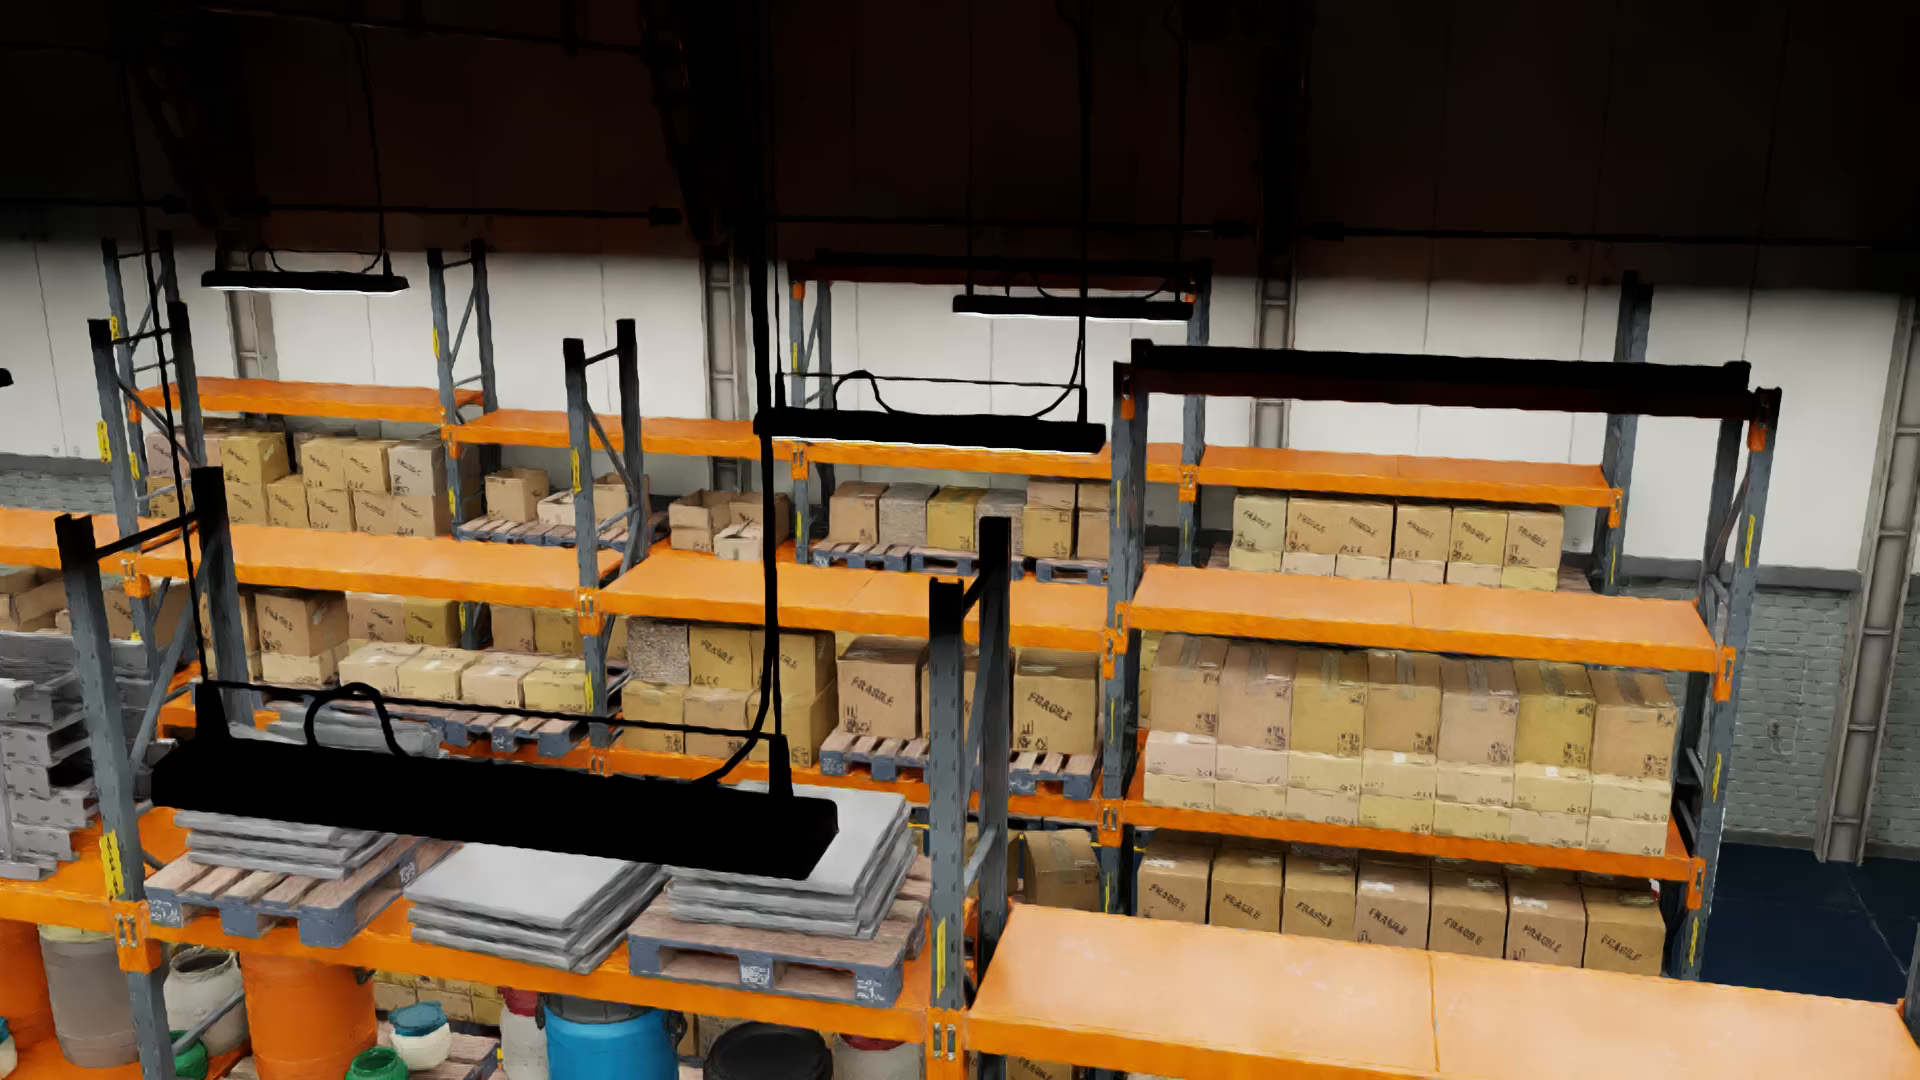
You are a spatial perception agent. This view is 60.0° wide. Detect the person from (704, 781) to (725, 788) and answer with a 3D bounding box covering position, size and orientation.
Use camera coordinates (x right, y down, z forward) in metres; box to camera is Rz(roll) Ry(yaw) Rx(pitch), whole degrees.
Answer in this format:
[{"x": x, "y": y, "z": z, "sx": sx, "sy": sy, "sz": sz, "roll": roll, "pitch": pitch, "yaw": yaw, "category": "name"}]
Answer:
[{"x": -2.278, "y": 2.865, "z": 15.713, "sx": 1.088, "sy": 1.574, "sz": 0.447, "roll": 4, "pitch": 17, "yaw": 15, "category": "person"}]
